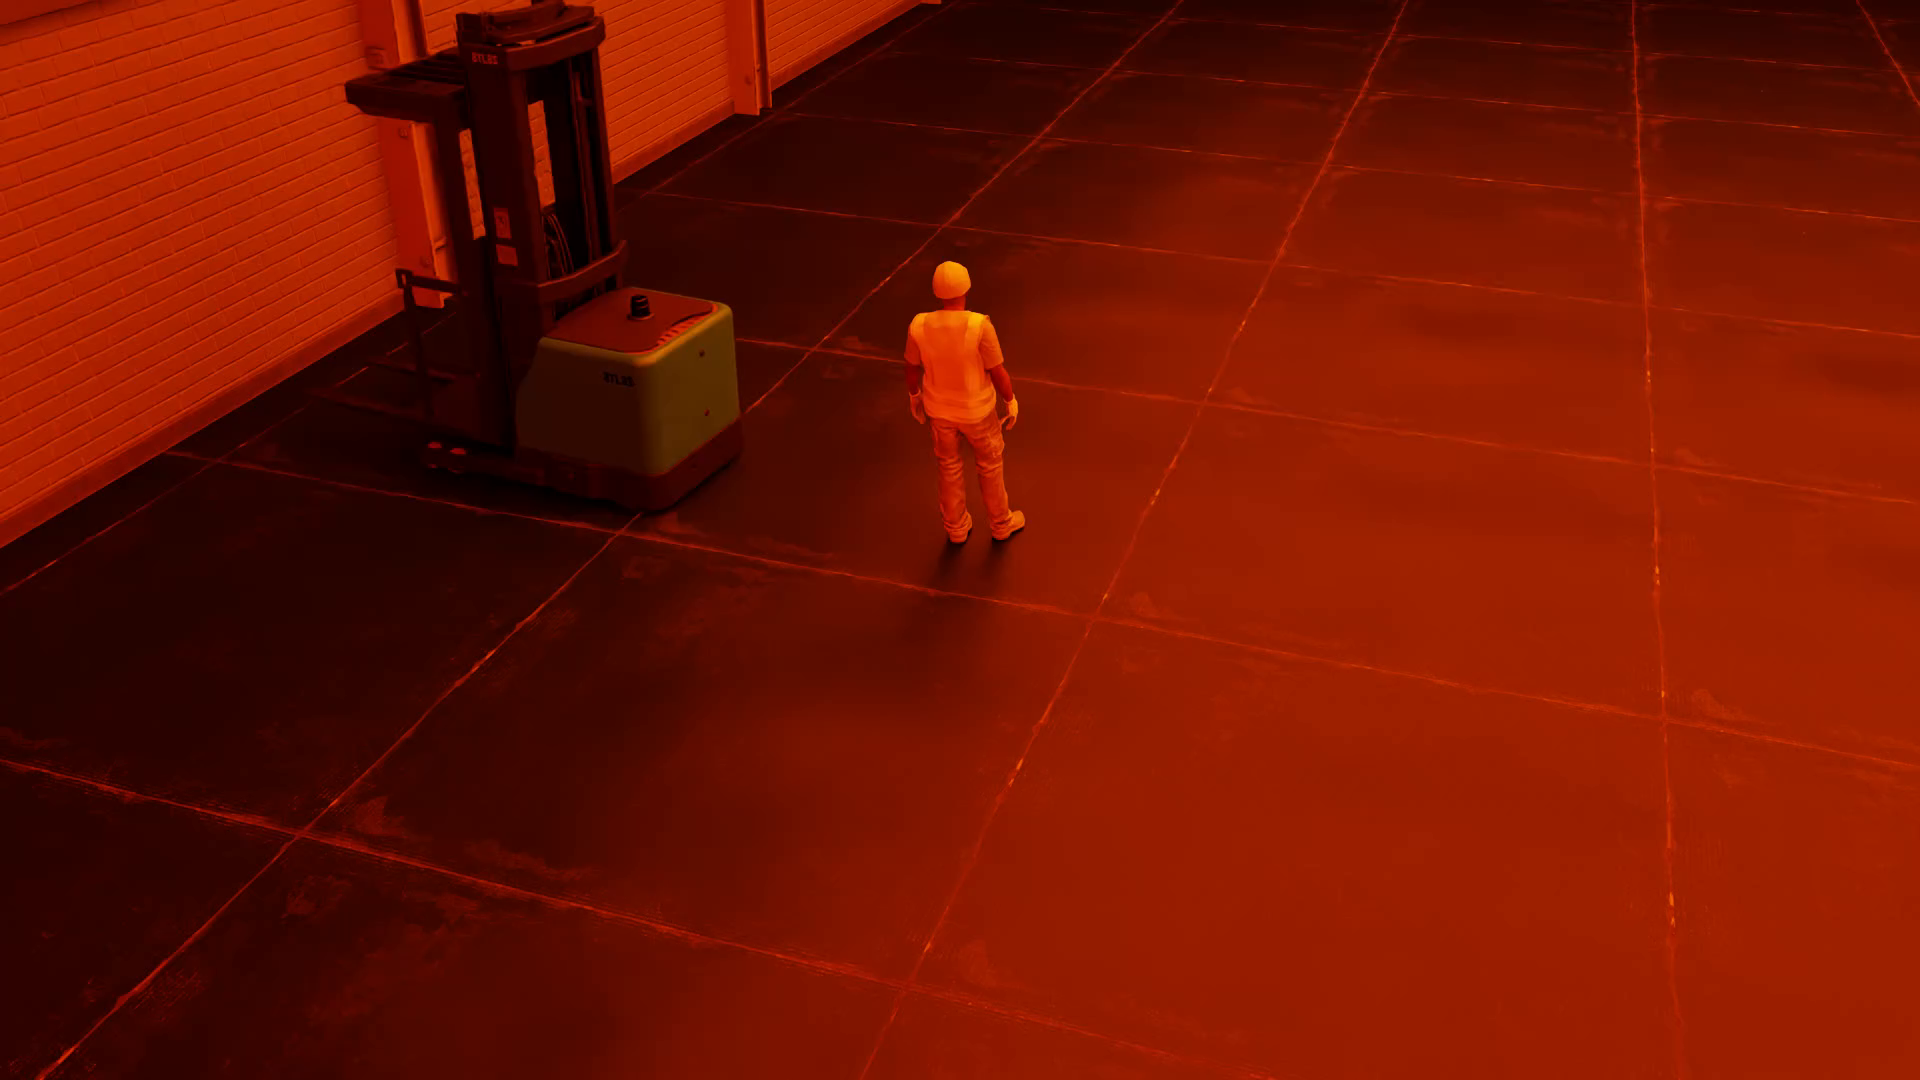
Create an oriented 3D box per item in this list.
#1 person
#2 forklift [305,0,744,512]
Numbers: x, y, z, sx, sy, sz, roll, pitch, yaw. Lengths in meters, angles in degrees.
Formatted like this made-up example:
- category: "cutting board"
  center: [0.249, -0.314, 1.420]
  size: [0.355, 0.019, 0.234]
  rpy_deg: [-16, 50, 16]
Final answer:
- category: "person"
  center: [0.031, -0.813, 9.707]
  size: [0.656, 1.781, 0.577]
  rpy_deg: [10, 31, 16]
- category: "forklift"
  center: [-2.990, -1.929, 10.521]
  size: [3.031, 2.935, 1.130]
  rpy_deg: [13, 32, 21]
